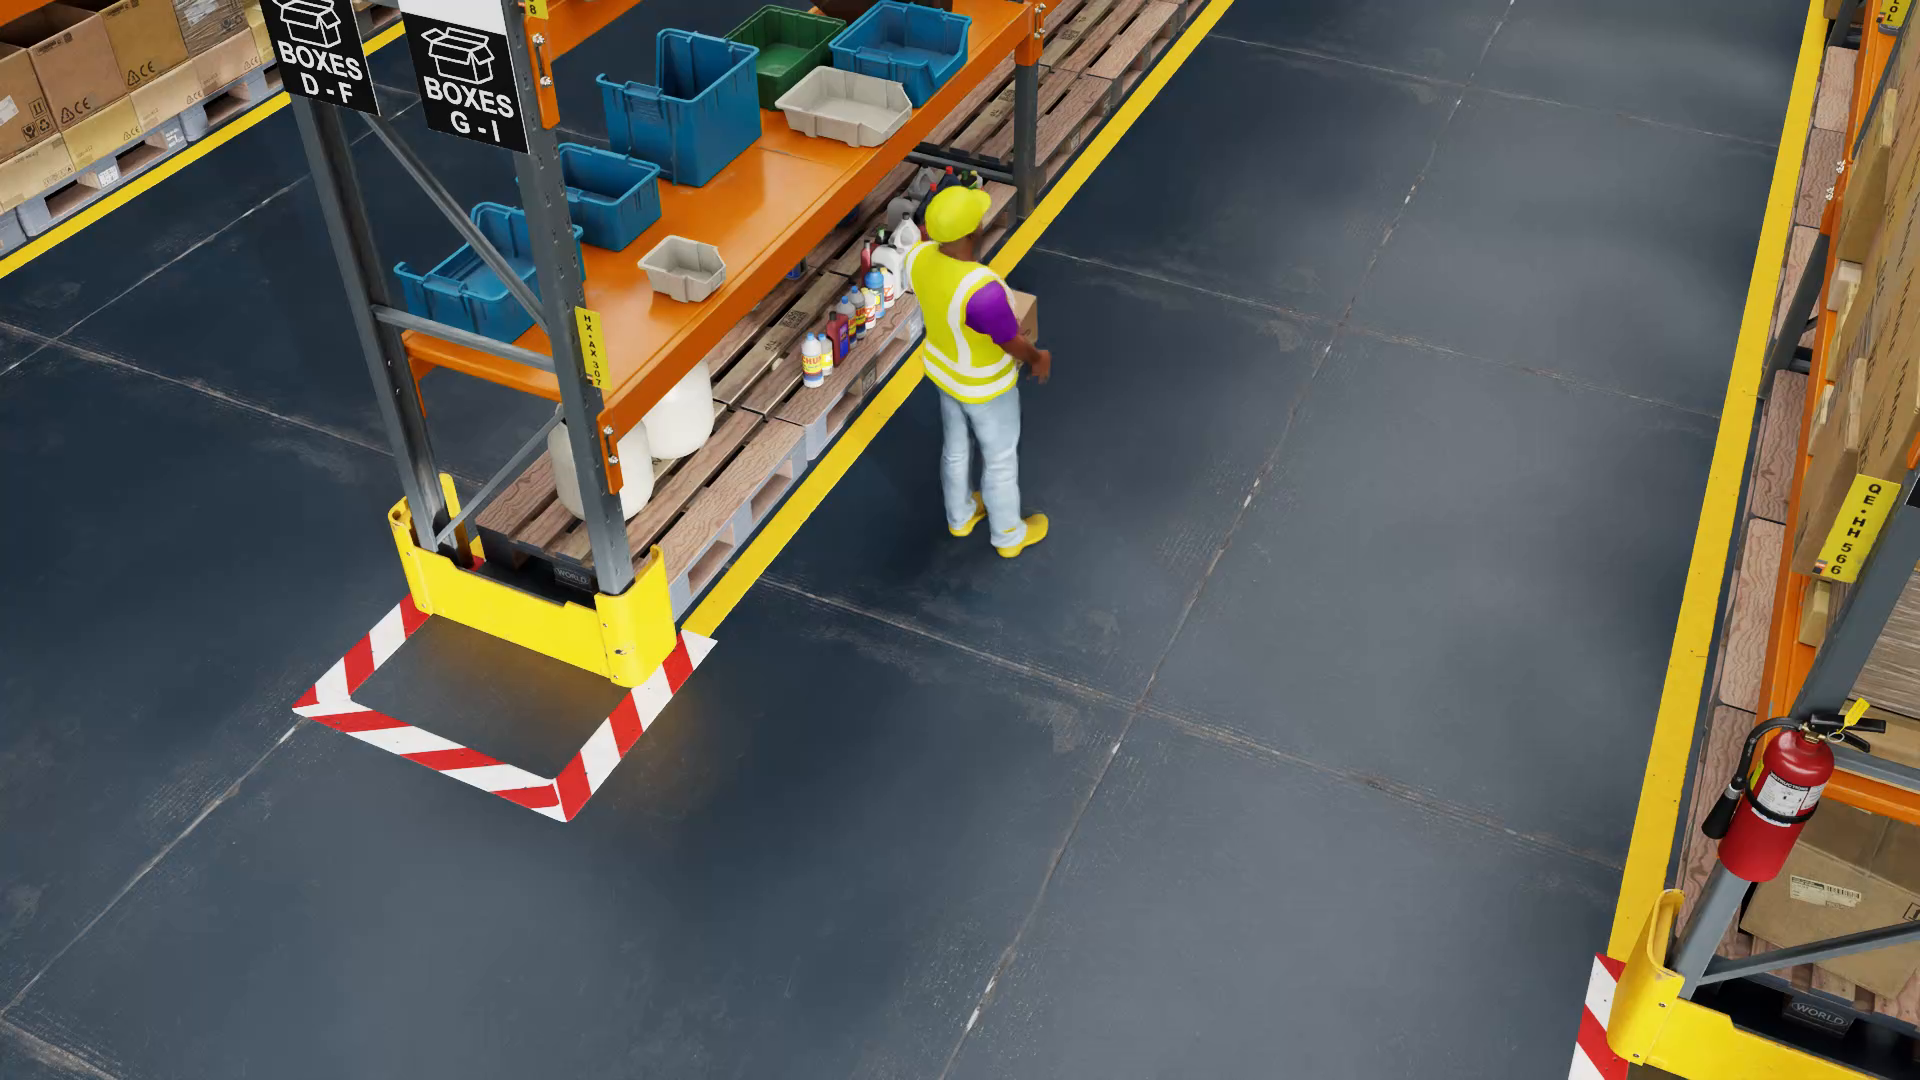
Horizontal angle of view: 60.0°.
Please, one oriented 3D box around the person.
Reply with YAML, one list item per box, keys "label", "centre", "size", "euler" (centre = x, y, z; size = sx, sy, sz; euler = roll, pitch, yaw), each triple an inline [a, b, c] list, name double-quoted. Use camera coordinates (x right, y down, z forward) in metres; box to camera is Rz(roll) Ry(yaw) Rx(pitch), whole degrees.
- label: "person"
  centre: [0.091, -0.720, 6.943]
  size: [0.538, 1.771, 0.537]
  euler: [-28, 49, -28]
